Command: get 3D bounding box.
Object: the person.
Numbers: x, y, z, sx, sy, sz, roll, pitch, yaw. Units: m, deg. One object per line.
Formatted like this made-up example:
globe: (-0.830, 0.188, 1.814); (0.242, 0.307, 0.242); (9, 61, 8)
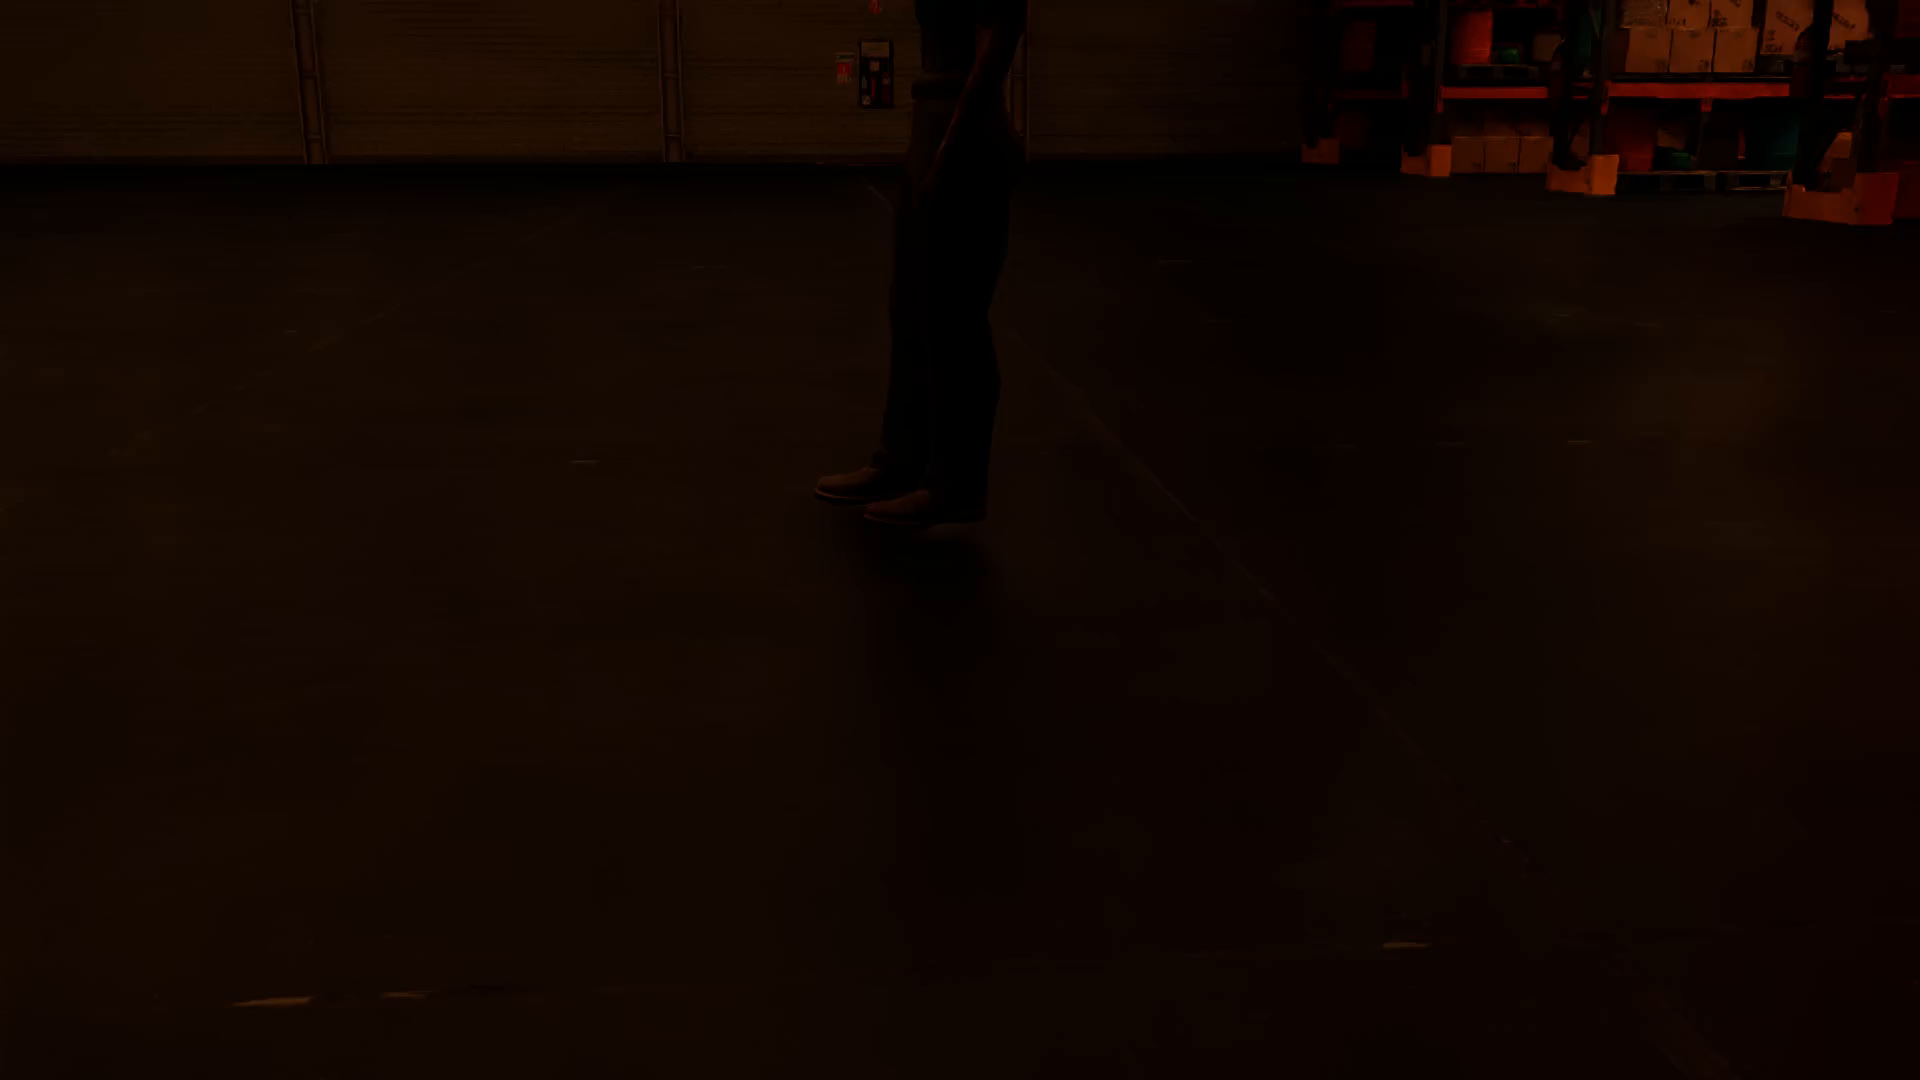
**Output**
person: (-0.089, -0.845, 3.725); (0.504, 1.647, 0.570); (-1, 15, -5)
